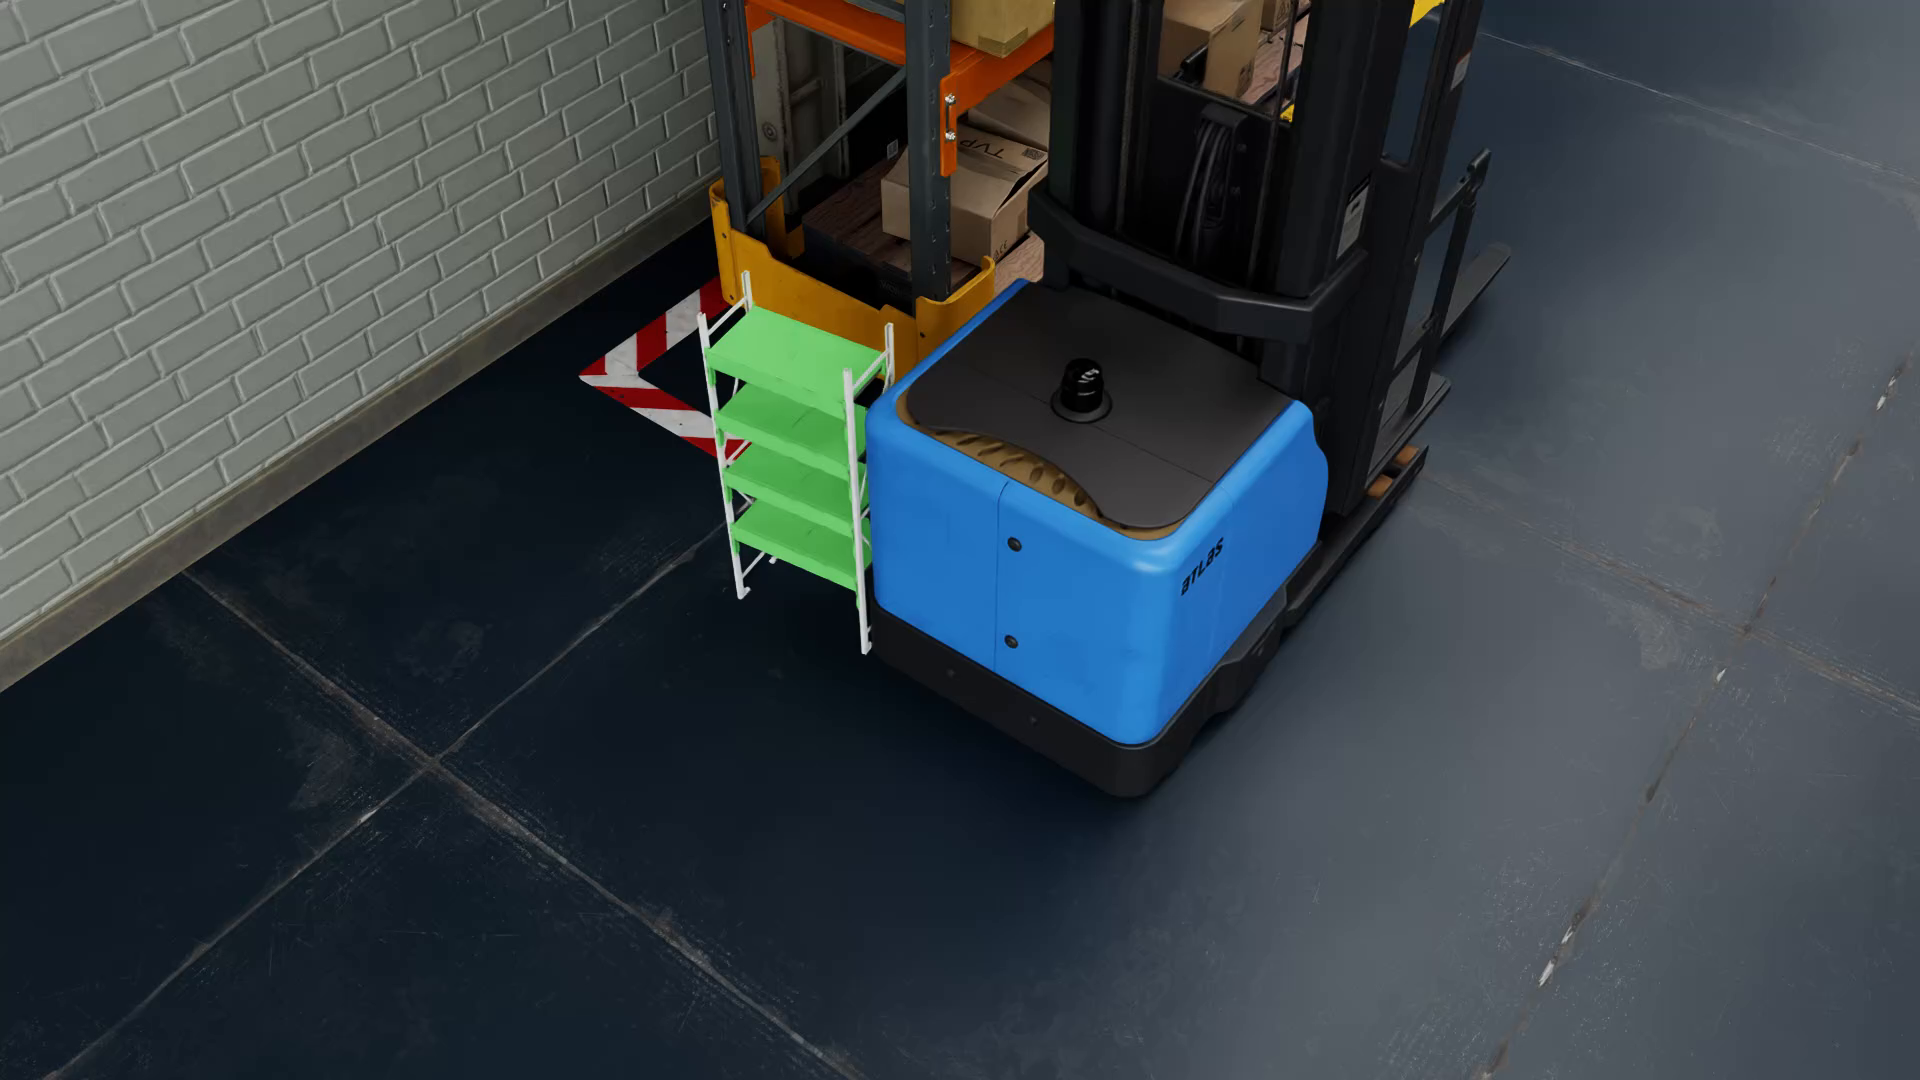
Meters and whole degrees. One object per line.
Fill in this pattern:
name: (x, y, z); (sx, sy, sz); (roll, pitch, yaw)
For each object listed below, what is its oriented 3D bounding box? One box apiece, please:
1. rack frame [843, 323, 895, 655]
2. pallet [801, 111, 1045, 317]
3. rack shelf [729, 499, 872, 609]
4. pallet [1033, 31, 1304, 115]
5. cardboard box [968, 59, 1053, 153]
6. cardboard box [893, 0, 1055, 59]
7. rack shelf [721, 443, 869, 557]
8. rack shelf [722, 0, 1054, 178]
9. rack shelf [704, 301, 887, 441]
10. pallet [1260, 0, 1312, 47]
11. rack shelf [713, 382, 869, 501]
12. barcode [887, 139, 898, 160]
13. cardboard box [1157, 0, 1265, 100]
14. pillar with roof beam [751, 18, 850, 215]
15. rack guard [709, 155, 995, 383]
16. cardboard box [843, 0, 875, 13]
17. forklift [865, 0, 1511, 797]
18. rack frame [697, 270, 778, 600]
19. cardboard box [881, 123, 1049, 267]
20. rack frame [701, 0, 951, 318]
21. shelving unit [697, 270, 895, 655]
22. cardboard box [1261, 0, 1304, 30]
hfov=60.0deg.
rack frame: (-0.253, -0.119, 5.034); (0.015, 1.200, 0.240); (22, 50, 20)
pallet: (0.110, -1.343, 6.887); (1.003, 0.211, 1.213); (29, 53, 25)
rack shelf: (-0.466, 0.004, 5.337); (0.480, 0.148, 0.258); (22, 50, 20)
pallet: (0.856, -2.038, 7.551); (1.003, 0.211, 1.213); (29, 53, 25)
cardboard box: (0.381, -1.719, 6.873); (0.500, 0.311, 0.500); (34, 55, 28)
cardboard box: (0.088, -1.907, 5.587); (0.500, 0.250, 0.500); (28, 52, 24)
rack shelf: (-0.466, -0.162, 5.163); (0.480, 0.148, 0.258); (22, 50, 20)
rack shelf: (0.761, -2.709, 6.761); (1.077, 0.370, 4.000); (29, 53, 25)
rack shelf: (-0.466, -0.494, 4.816); (0.480, 0.148, 0.258); (22, 50, 20)
pallet: (1.601, -2.739, 8.220); (1.003, 0.211, 1.213); (29, 53, 25)
rack shelf: (-0.466, -0.328, 4.990); (0.480, 0.148, 0.258); (22, 50, 20)
barcode: (-0.273, -1.583, 6.737); (0.001, 0.075, 0.075); (29, 53, 25)
cardboard box: (0.869, -2.182, 7.184); (0.700, 0.500, 0.500); (26, 52, 23)
pillar with roof beam: (2.689, -2.765, 2.168); (9.100, 9.000, 0.400); (29, 53, 25)
rack guard: (-0.415, -0.993, 6.353); (1.175, 0.500, 0.348); (29, 53, 25)
cardboard box: (-0.329, -2.121, 5.792); (0.500, 0.250, 0.500); (30, 53, 25)
forklift: (0.999, -1.275, 4.941); (1.130, 2.935, 3.031); (28, 52, 24)
rack frame: (-0.678, -0.293, 5.200); (0.015, 1.200, 0.240); (22, 50, 20)
cardboard box: (0.033, -1.392, 6.561); (0.500, 0.311, 0.500); (24, 51, 21)
rack frame: (-0.462, -1.813, 5.408); (1.000, 3.000, 0.127); (29, 53, 25)
shelving unit: (-0.466, -0.206, 5.117); (0.503, 1.200, 0.258); (22, 50, 20)
cardboard box: (1.381, -2.779, 7.755); (0.500, 0.500, 0.500); (25, 51, 22)
